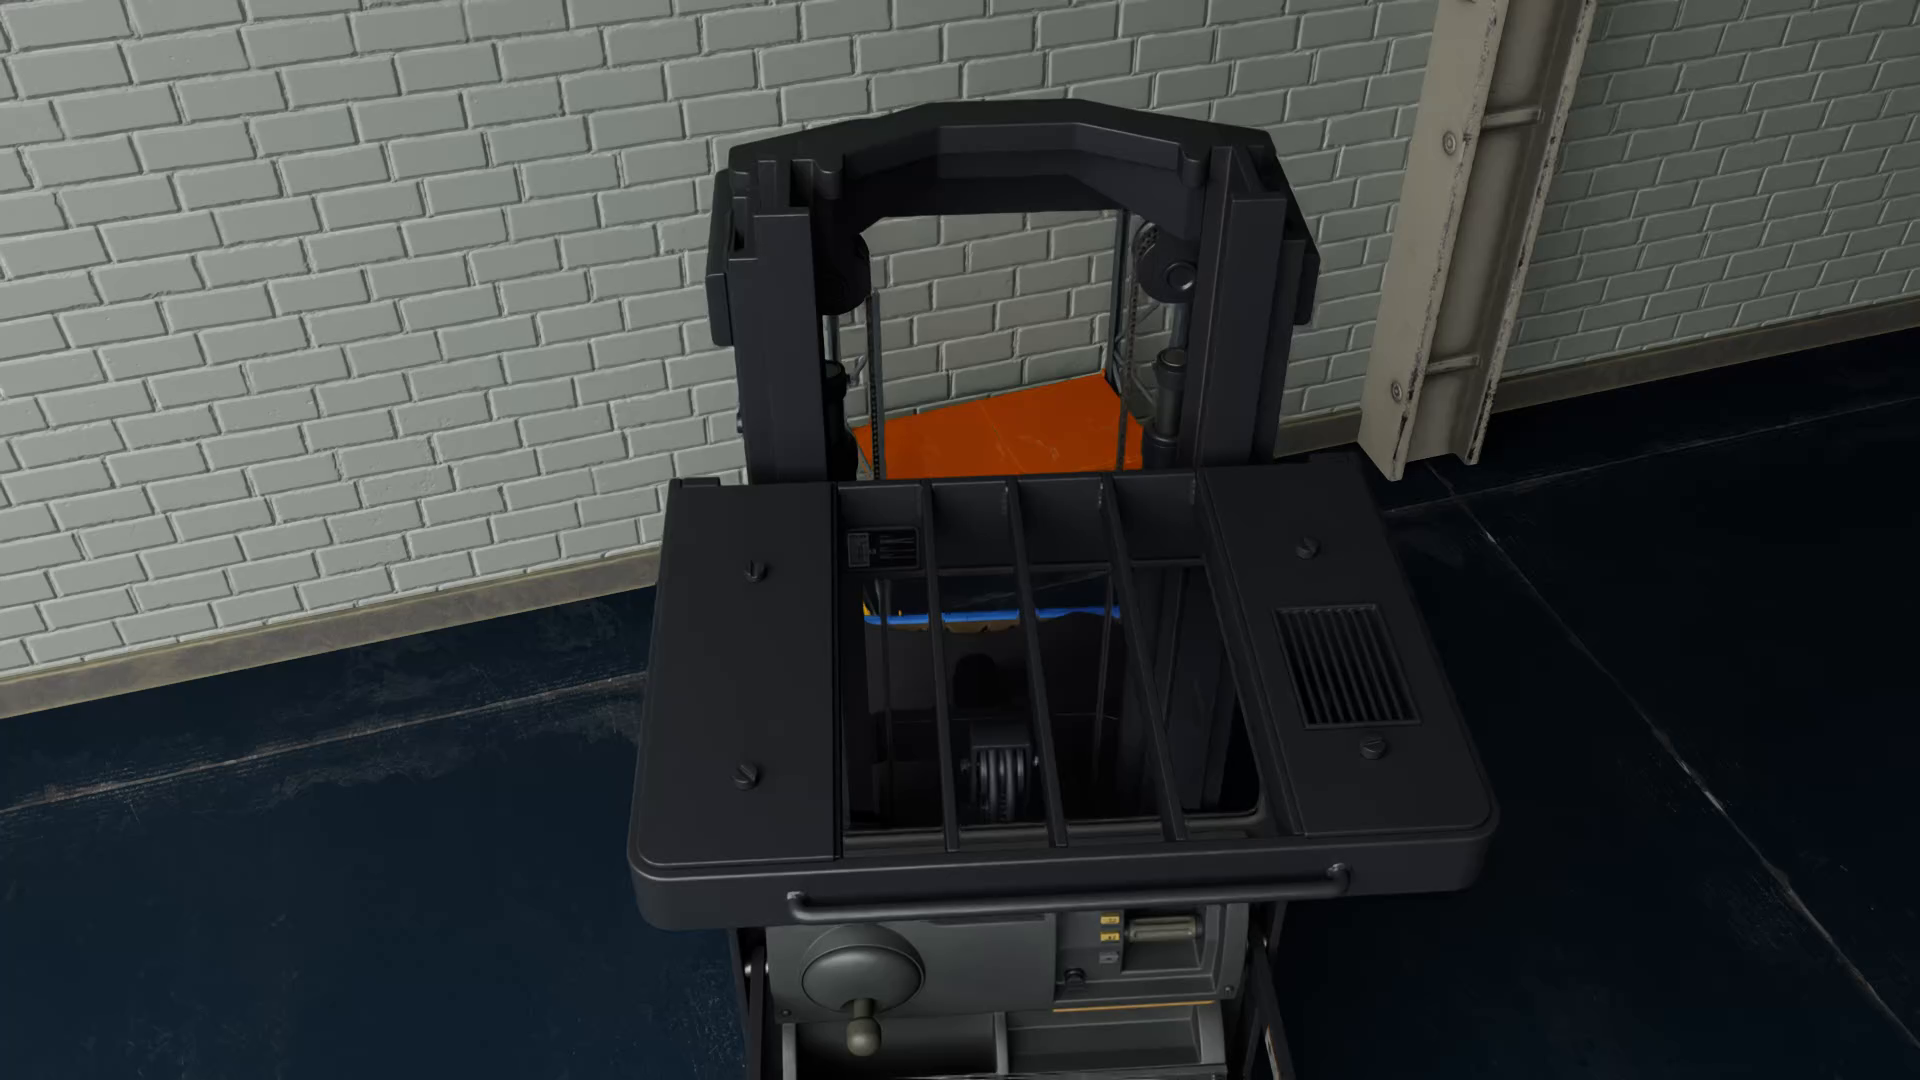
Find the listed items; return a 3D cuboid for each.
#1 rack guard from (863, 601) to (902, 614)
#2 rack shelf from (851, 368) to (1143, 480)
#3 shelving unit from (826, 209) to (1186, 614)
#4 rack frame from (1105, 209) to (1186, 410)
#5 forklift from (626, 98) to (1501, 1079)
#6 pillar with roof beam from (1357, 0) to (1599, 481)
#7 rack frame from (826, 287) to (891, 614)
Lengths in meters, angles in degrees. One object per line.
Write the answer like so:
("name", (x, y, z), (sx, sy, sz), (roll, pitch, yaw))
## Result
("rack guard", (-0.331, 0.178, 5.856), (0.087, 0.250, 0.587), (-14, 43, -15))
("rack shelf", (0.145, -0.273, 5.696), (1.000, 0.185, 0.538), (-14, 43, -15))
("shelving unit", (0.136, -0.407, 5.575), (1.083, 1.500, 0.587), (-14, 43, -15))
("rack frame", (0.622, -0.525, 5.711), (0.032, 1.500, 0.500), (-14, 43, -15))
("forklift", (0.109, 0.856, 3.042), (1.130, 2.935, 3.031), (-2, 41, -3))
("pillar with roof beam", (3.120, -1.051, 0.614), (0.400, 9.000, 9.100), (-12, 42, -13))
("rack frame", (-0.332, -0.292, 5.445), (0.032, 1.500, 0.500), (-14, 43, -15))
